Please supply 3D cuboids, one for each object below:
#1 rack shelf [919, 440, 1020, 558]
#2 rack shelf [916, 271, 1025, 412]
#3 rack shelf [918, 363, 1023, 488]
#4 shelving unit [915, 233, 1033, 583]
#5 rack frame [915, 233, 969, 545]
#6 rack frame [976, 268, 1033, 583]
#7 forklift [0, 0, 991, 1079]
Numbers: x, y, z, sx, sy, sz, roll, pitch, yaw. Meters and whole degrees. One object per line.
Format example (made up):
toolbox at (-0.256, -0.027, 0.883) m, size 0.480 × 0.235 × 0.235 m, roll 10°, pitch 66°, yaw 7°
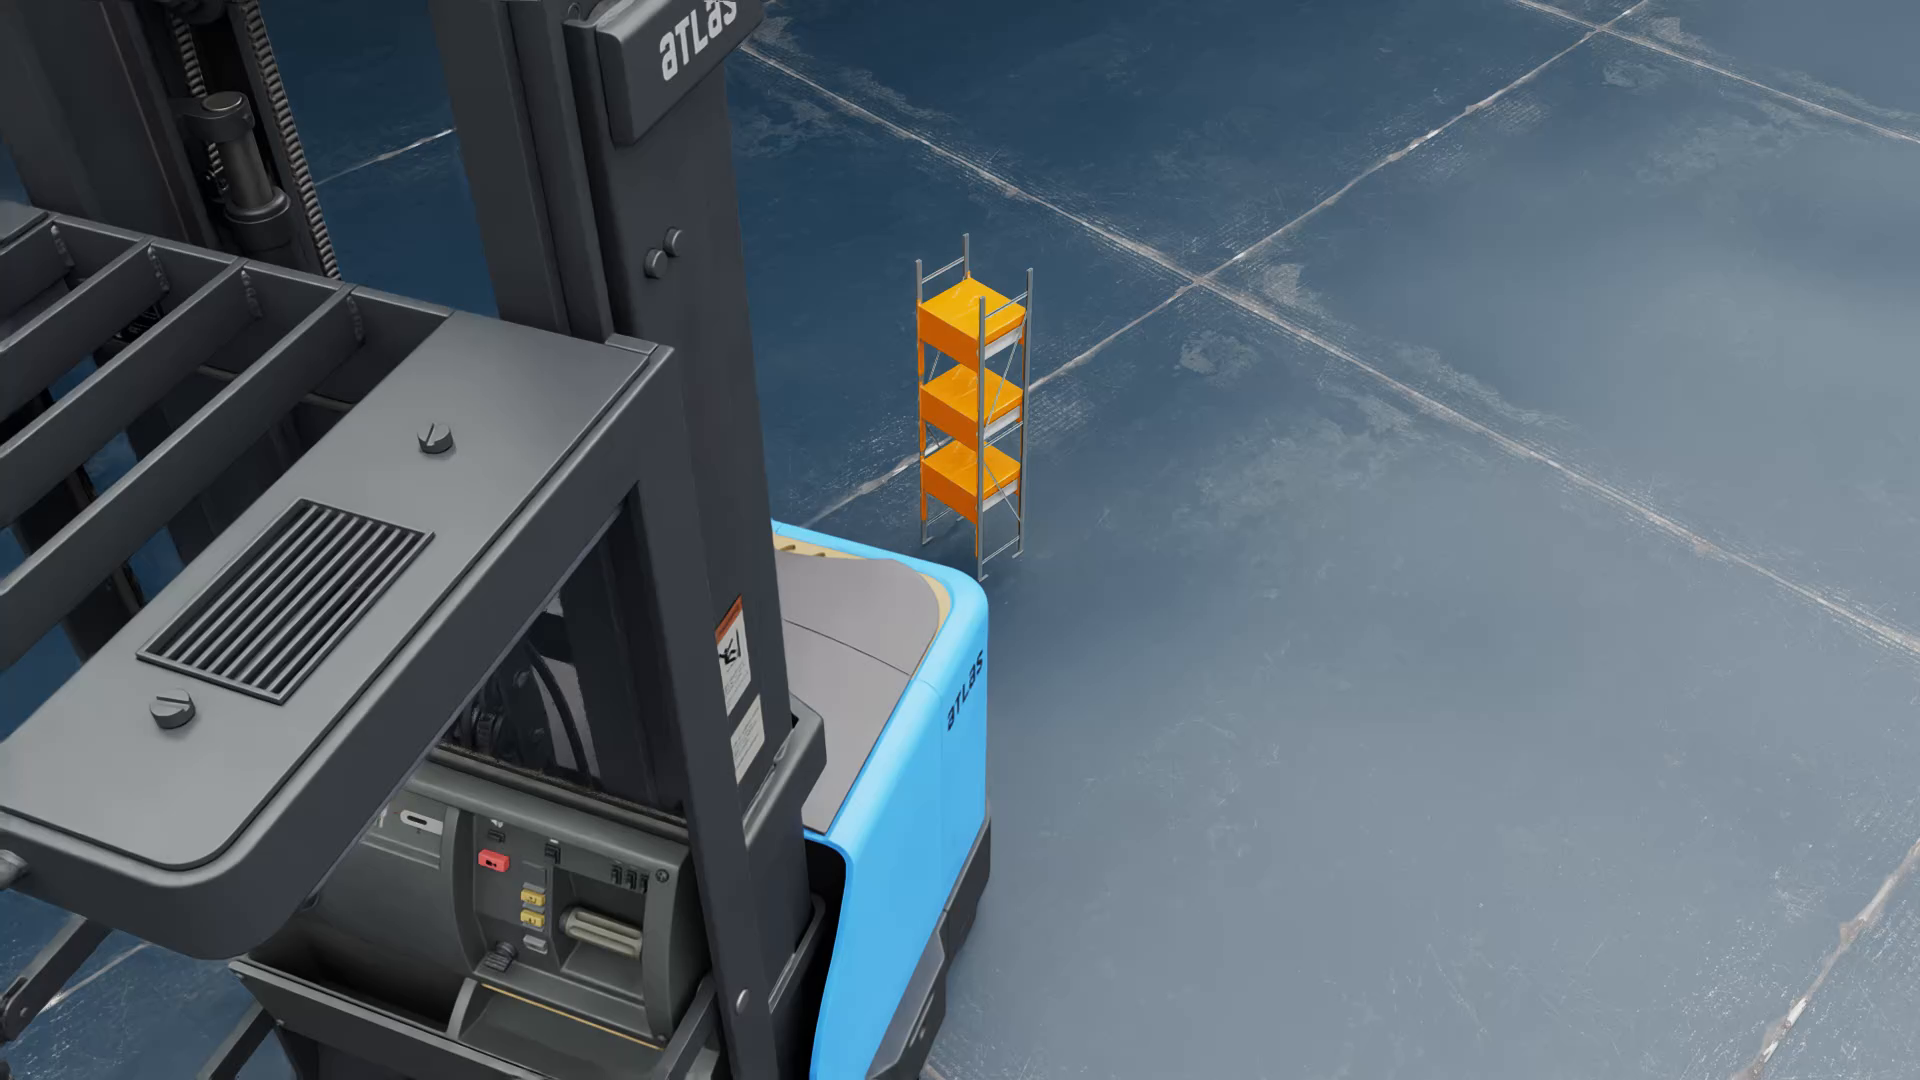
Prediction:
rack shelf at (0.038, -0.148, 5.062) m, size 0.215 × 0.259 × 0.240 m, roll -34°, pitch 53°, yaw -31°
rack shelf at (0.038, -0.561, 4.680) m, size 0.215 × 0.259 × 0.240 m, roll -34°, pitch 53°, yaw -31°
rack shelf at (0.038, -0.352, 4.873) m, size 0.215 × 0.259 × 0.240 m, roll -34°, pitch 53°, yaw -31°
shelving unit at (0.038, -0.360, 4.866) m, size 0.215 × 1.050 × 0.252 m, roll -34°, pitch 53°, yaw -31°
rack frame at (-0.048, -0.418, 4.929) m, size 0.200 × 1.050 × 0.008 m, roll -34°, pitch 53°, yaw -31°
rack frame at (0.124, -0.301, 4.802) m, size 0.200 × 1.050 × 0.008 m, roll -34°, pitch 53°, yaw -31°
forklift at (-0.925, 0.607, 2.434) m, size 1.130 × 2.935 × 3.031 m, roll 15°, pitch 45°, yaw 15°
